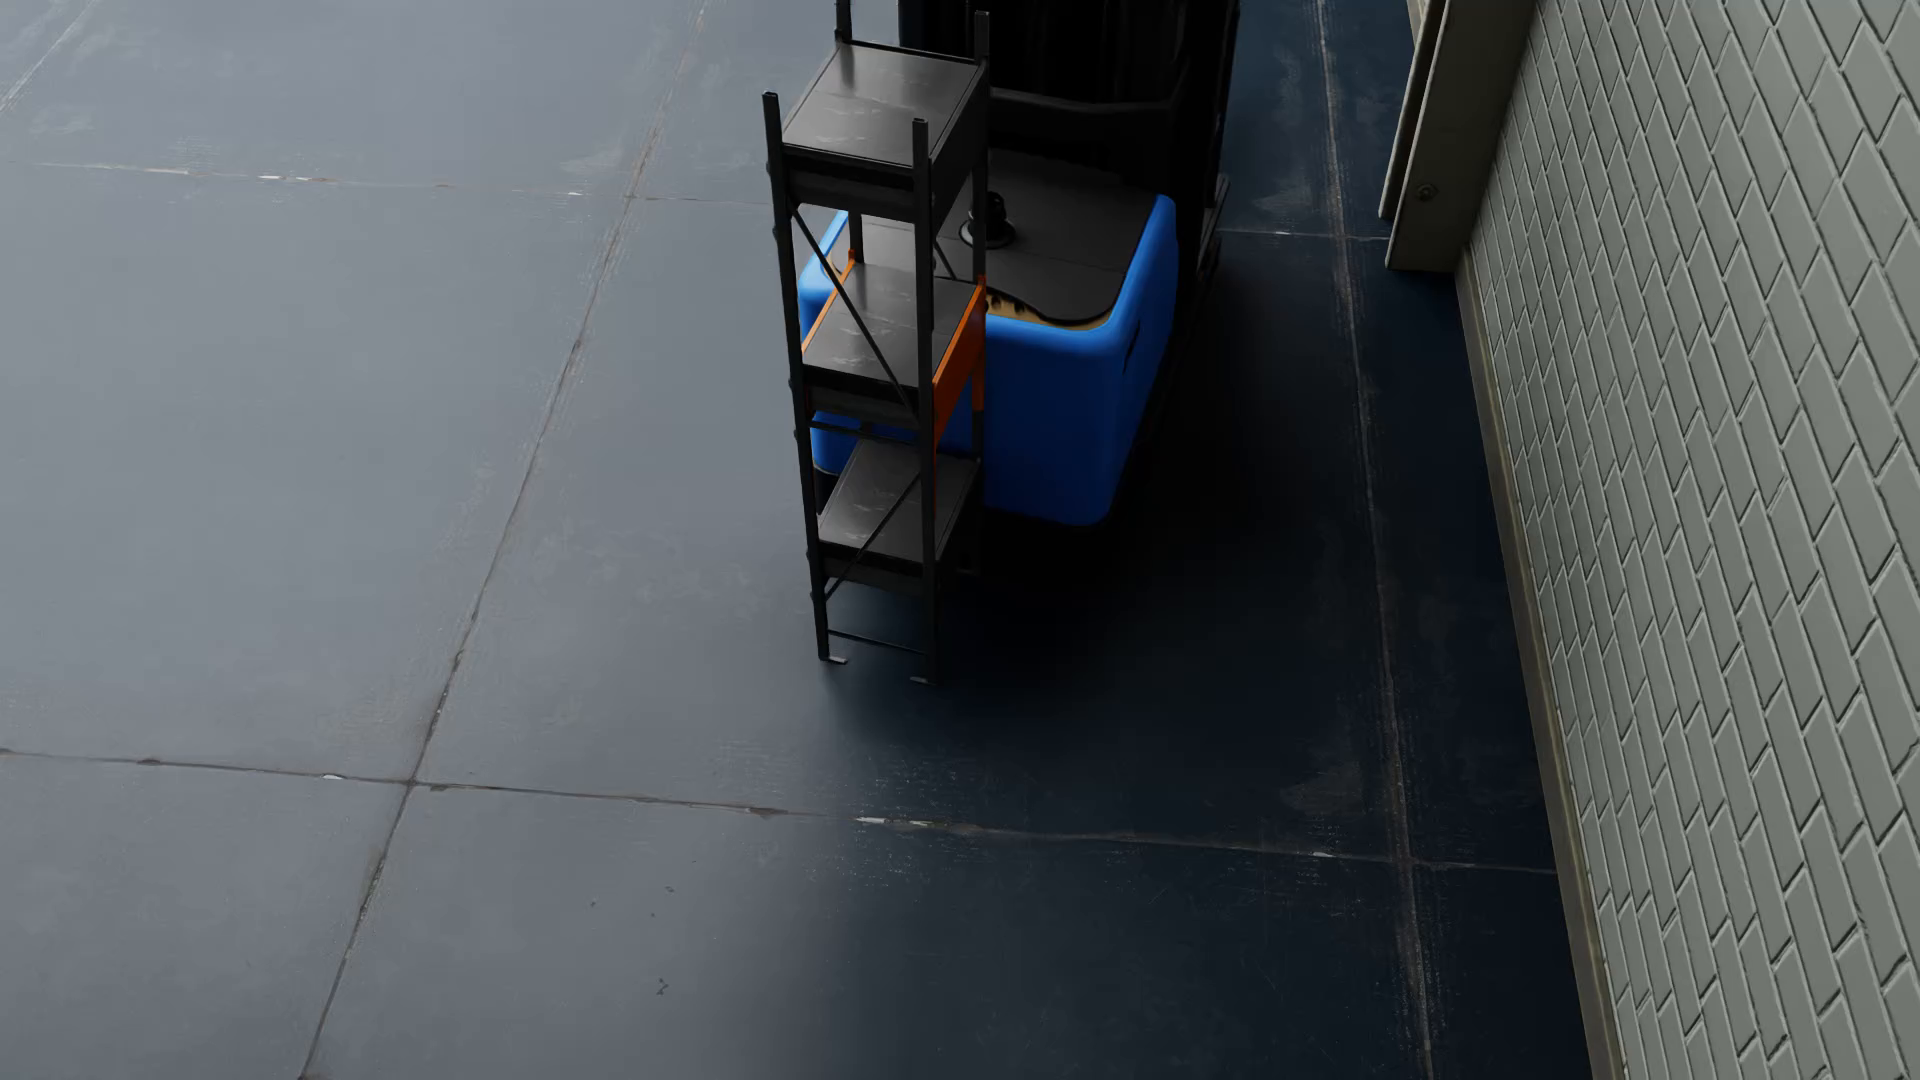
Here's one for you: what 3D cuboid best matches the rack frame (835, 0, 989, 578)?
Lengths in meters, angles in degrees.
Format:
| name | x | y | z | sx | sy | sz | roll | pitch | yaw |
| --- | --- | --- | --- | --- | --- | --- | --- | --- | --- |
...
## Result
| name | x | y | z | sx | sy | sz | roll | pitch | yaw |
| --- | --- | --- | --- | --- | --- | --- | --- | --- | --- |
| rack frame | -0.121 | -0.629 | 4.902 | 0.400 | 2.100 | 0.015 | 13 | 49 | 12 |

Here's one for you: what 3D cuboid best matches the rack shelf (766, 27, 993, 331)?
| name | x | y | z | sx | sy | sz | roll | pitch | yaw |
| --- | --- | --- | --- | --- | --- | --- | --- | --- | --- |
| rack shelf | -0.193 | -0.920 | 4.239 | 0.431 | 0.518 | 0.480 | 13 | 49 | 12 |

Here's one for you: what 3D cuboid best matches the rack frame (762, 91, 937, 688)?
| name | x | y | z | sx | sy | sz | roll | pitch | yaw |
| --- | --- | --- | --- | --- | --- | --- | --- | --- | --- |
| rack frame | -0.265 | -0.285 | 4.588 | 0.400 | 2.100 | 0.015 | 13 | 49 | 12 |

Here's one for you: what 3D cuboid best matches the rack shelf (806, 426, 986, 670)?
| name | x | y | z | sx | sy | sz | roll | pitch | yaw |
| --- | --- | --- | --- | --- | --- | --- | --- | --- | --- |
| rack shelf | -0.193 | 0.024 | 5.272 | 0.431 | 0.518 | 0.480 | 13 | 49 | 12 |

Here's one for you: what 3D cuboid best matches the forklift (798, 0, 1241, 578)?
| name | x | y | z | sx | sy | sz | roll | pitch | yaw |
| --- | --- | --- | --- | --- | --- | --- | --- | --- | --- |
| forklift | 0.415 | -1.974 | 5.569 | 1.130 | 2.935 | 3.031 | 13 | 49 | 12 |

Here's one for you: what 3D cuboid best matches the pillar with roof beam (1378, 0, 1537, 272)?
| name | x | y | z | sx | sy | sz | roll | pitch | yaw |
| --- | --- | --- | --- | --- | --- | --- | --- | --- | --- |
| pillar with roof beam | -2.383 | -4.566 | 3.828 | 9.100 | 9.000 | 0.400 | 4 | 48 | 4 |

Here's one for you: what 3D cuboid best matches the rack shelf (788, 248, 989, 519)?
| name | x | y | z | sx | sy | sz | roll | pitch | yaw |
| --- | --- | --- | --- | --- | --- | --- | --- | --- | --- |
| rack shelf | -0.193 | -0.448 | 4.755 | 0.431 | 0.518 | 0.480 | 13 | 49 | 12 |

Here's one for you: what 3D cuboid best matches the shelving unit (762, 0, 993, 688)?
| name | x | y | z | sx | sy | sz | roll | pitch | yaw |
| --- | --- | --- | --- | --- | --- | --- | --- | --- | --- |
| shelving unit | -0.193 | -0.457 | 4.745 | 0.431 | 2.100 | 0.503 | 13 | 49 | 12 |
